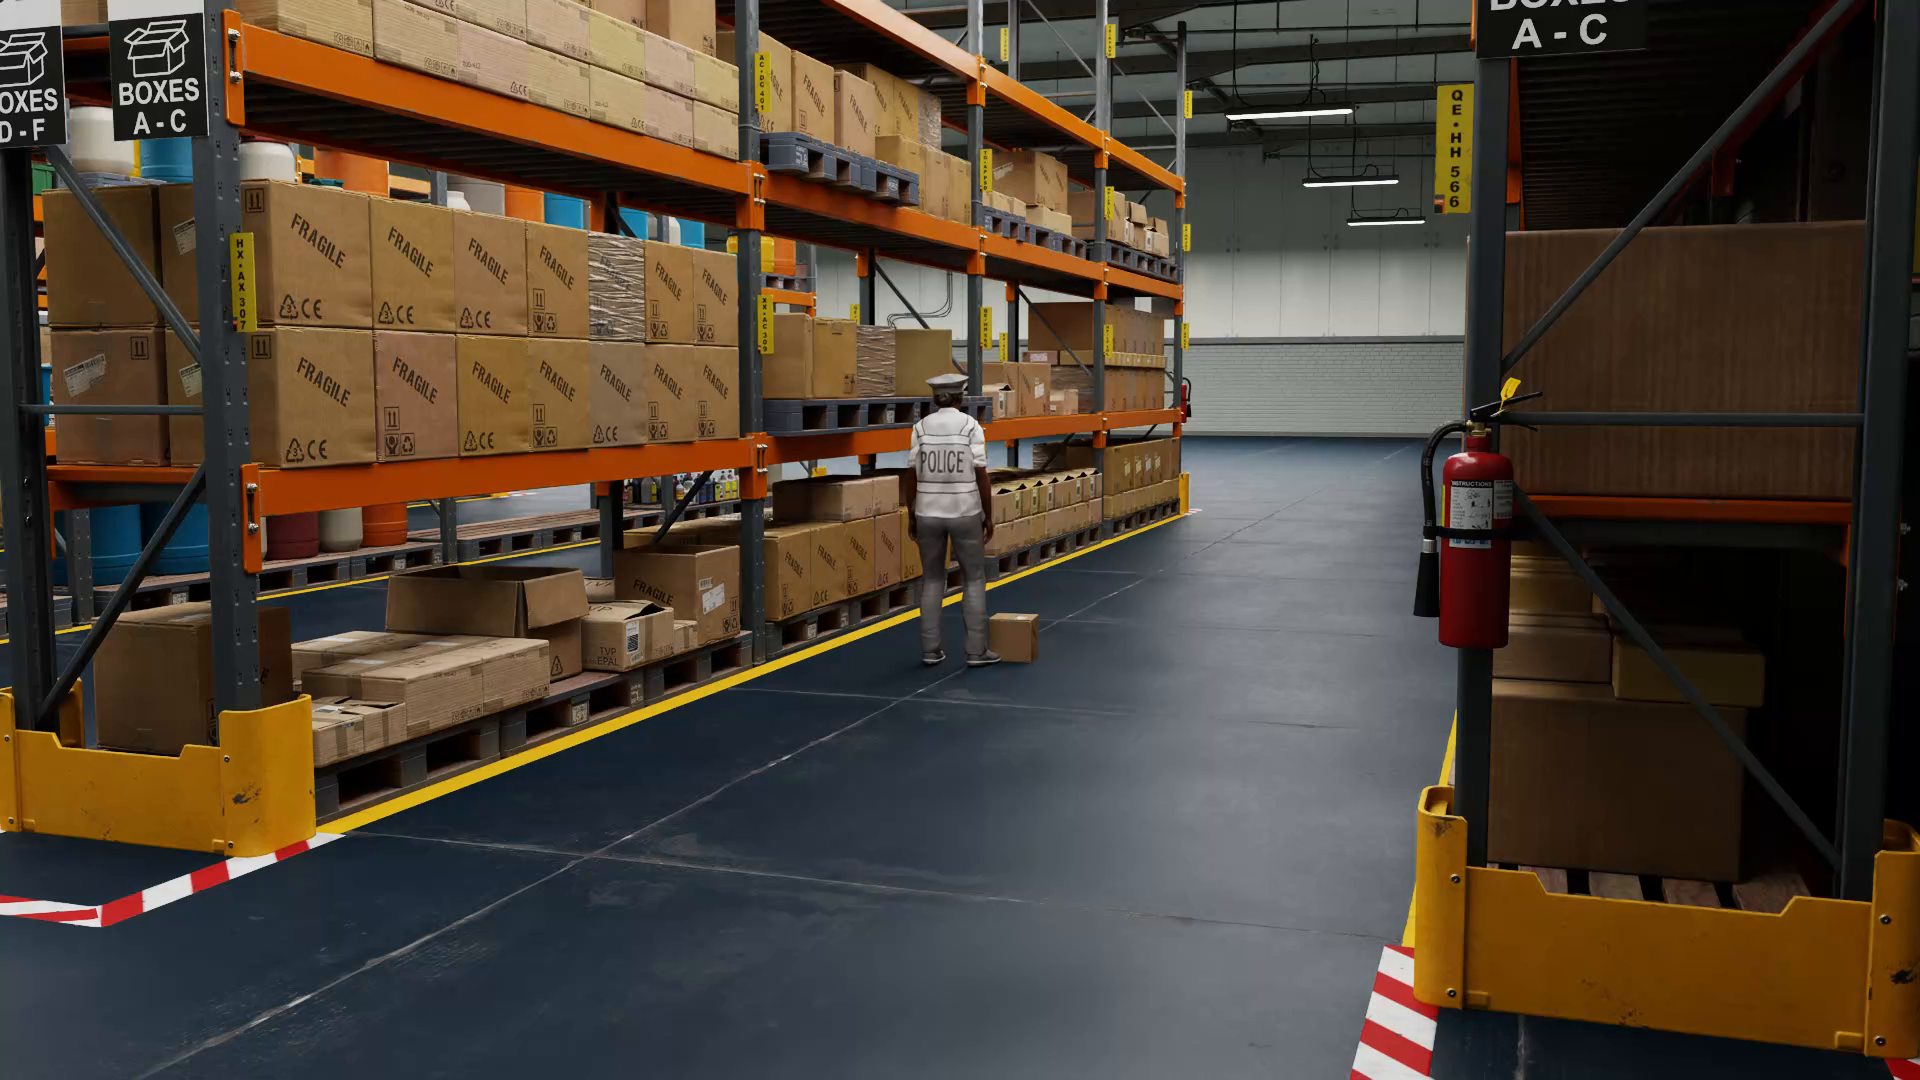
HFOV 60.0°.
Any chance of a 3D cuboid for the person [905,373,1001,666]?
[{"bbox_3d":[-0.047,-0.118,9.492,0.533,1.664,0.391,1,5,14],"label":"person"}]
